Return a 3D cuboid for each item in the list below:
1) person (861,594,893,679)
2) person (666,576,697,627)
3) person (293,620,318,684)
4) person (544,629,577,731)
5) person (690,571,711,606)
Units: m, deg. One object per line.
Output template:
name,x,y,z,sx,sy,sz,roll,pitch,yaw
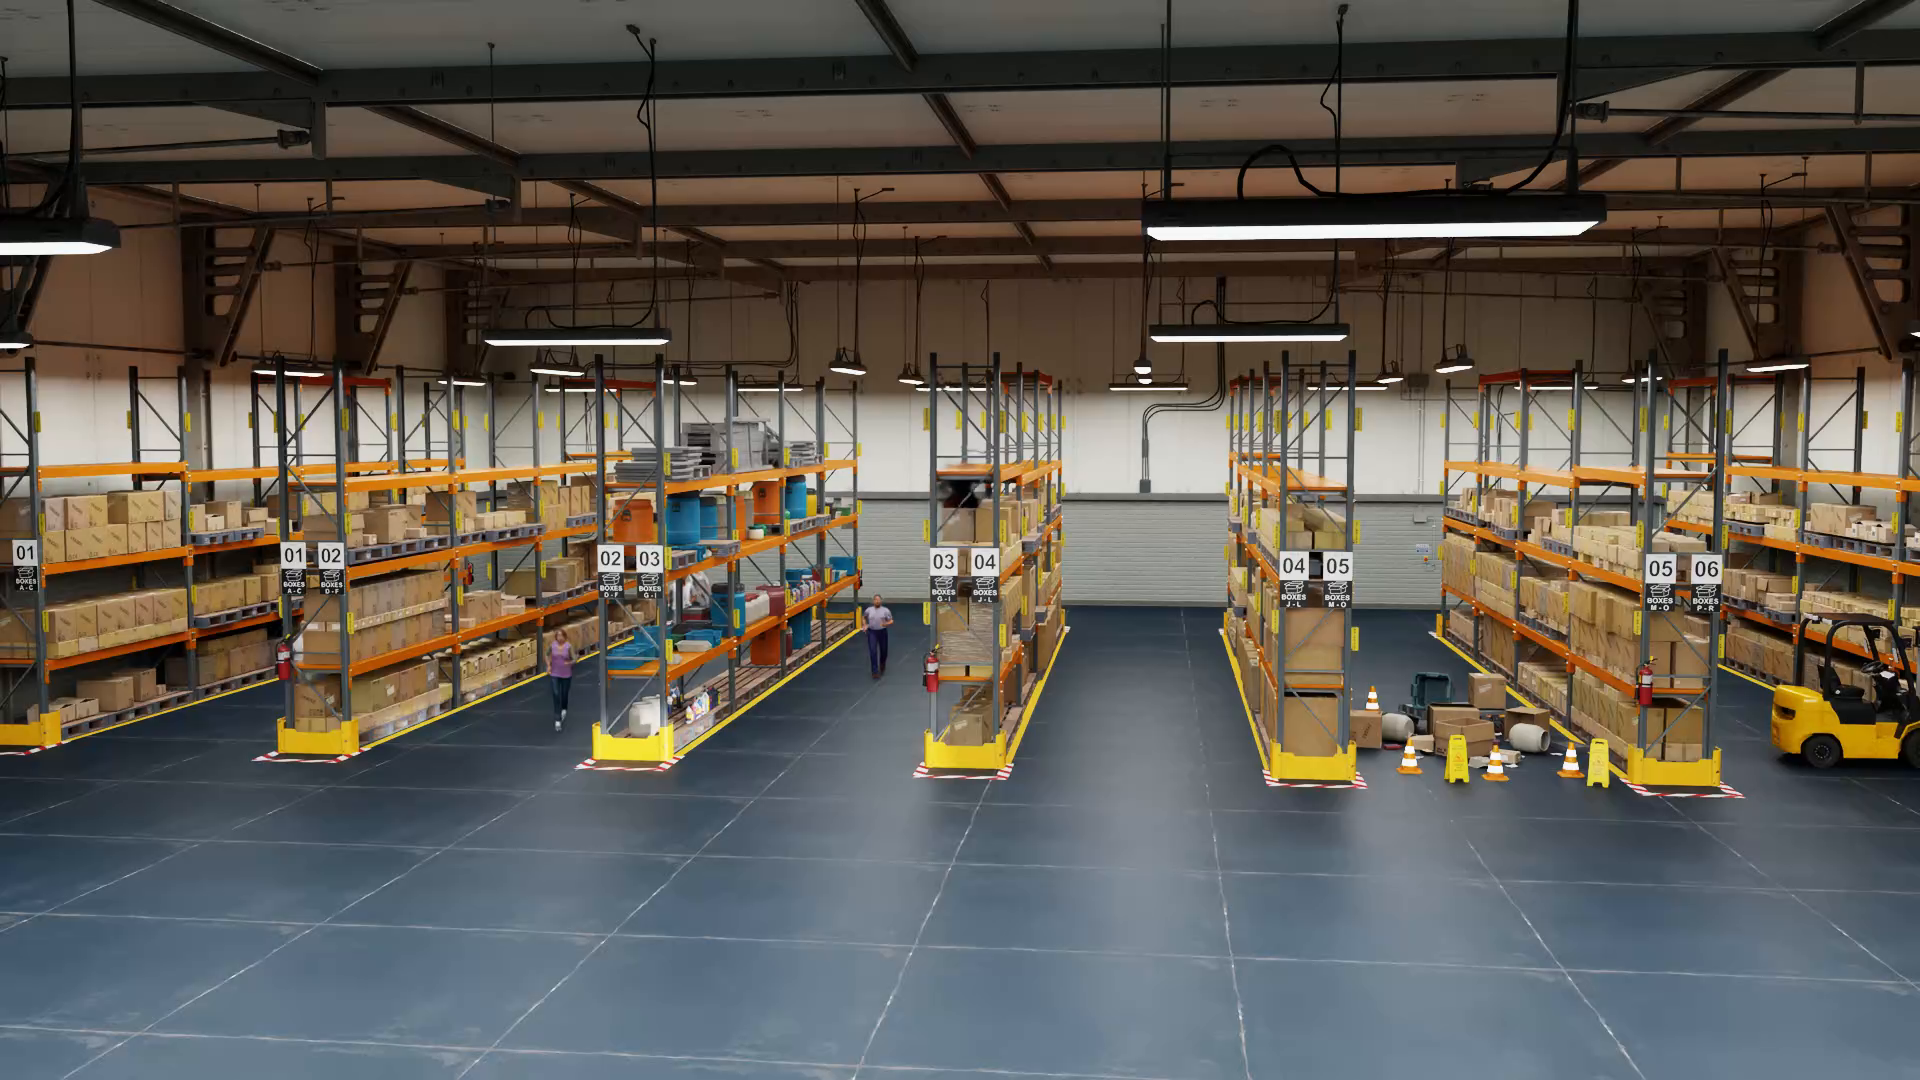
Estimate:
person,-1.625,1.877,32.677,0.619,1.619,0.870,0,4,-4
person,-6.143,1.541,36.690,0.683,1.738,0.592,-1,4,-7
person,-11.010,2.178,28.000,0.604,1.688,0.893,0,4,3
person,-6.560,2.266,27.339,0.539,1.598,0.871,-1,4,-13
person,-6.405,1.324,41.160,0.561,1.527,0.506,-2,5,-30
